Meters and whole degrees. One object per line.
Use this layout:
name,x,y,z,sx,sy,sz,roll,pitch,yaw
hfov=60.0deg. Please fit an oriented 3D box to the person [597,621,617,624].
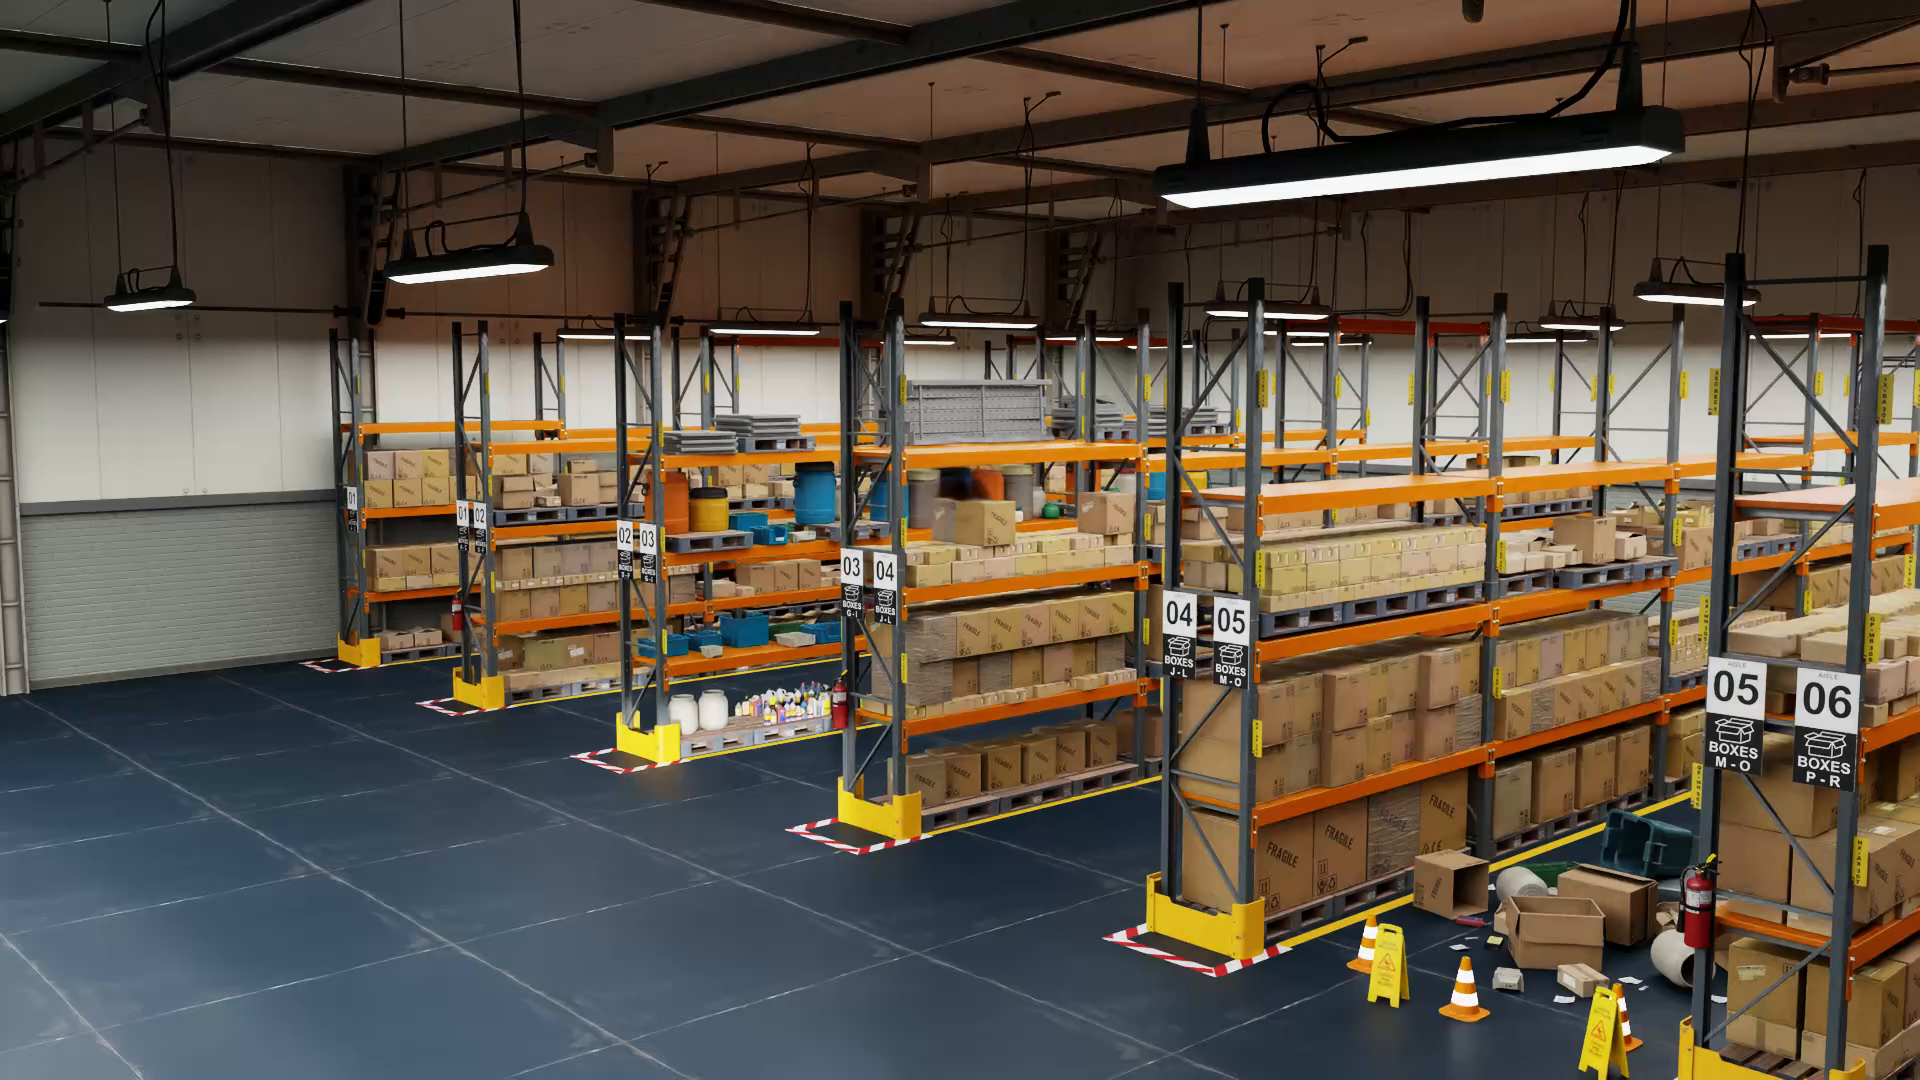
person,-6.327,1.401,29.711,0.576,1.736,0.485,0,6,2
